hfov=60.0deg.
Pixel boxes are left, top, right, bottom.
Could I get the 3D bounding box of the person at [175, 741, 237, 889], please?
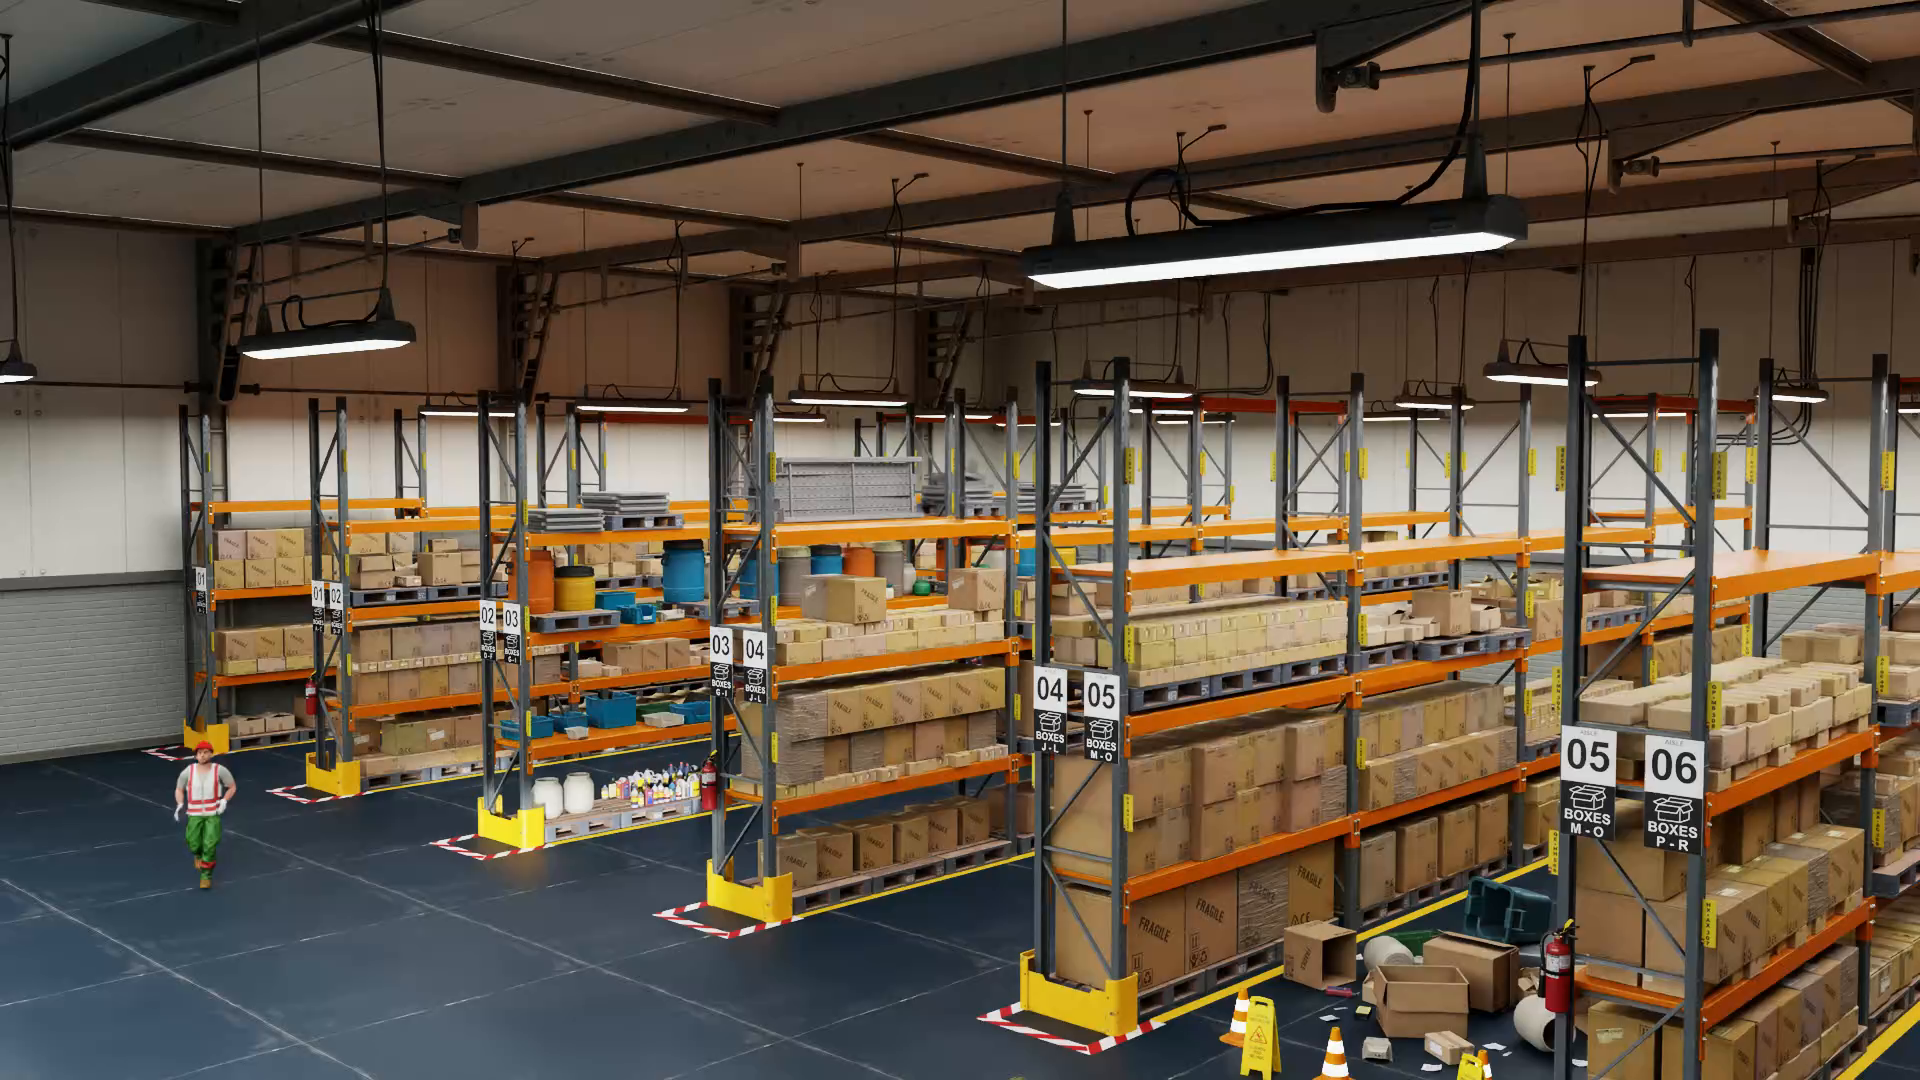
[{"bbox_3d":[-8.990,3.257,19.832,0.672,1.732,0.592,-1,3,-19],"label":"person"}]
